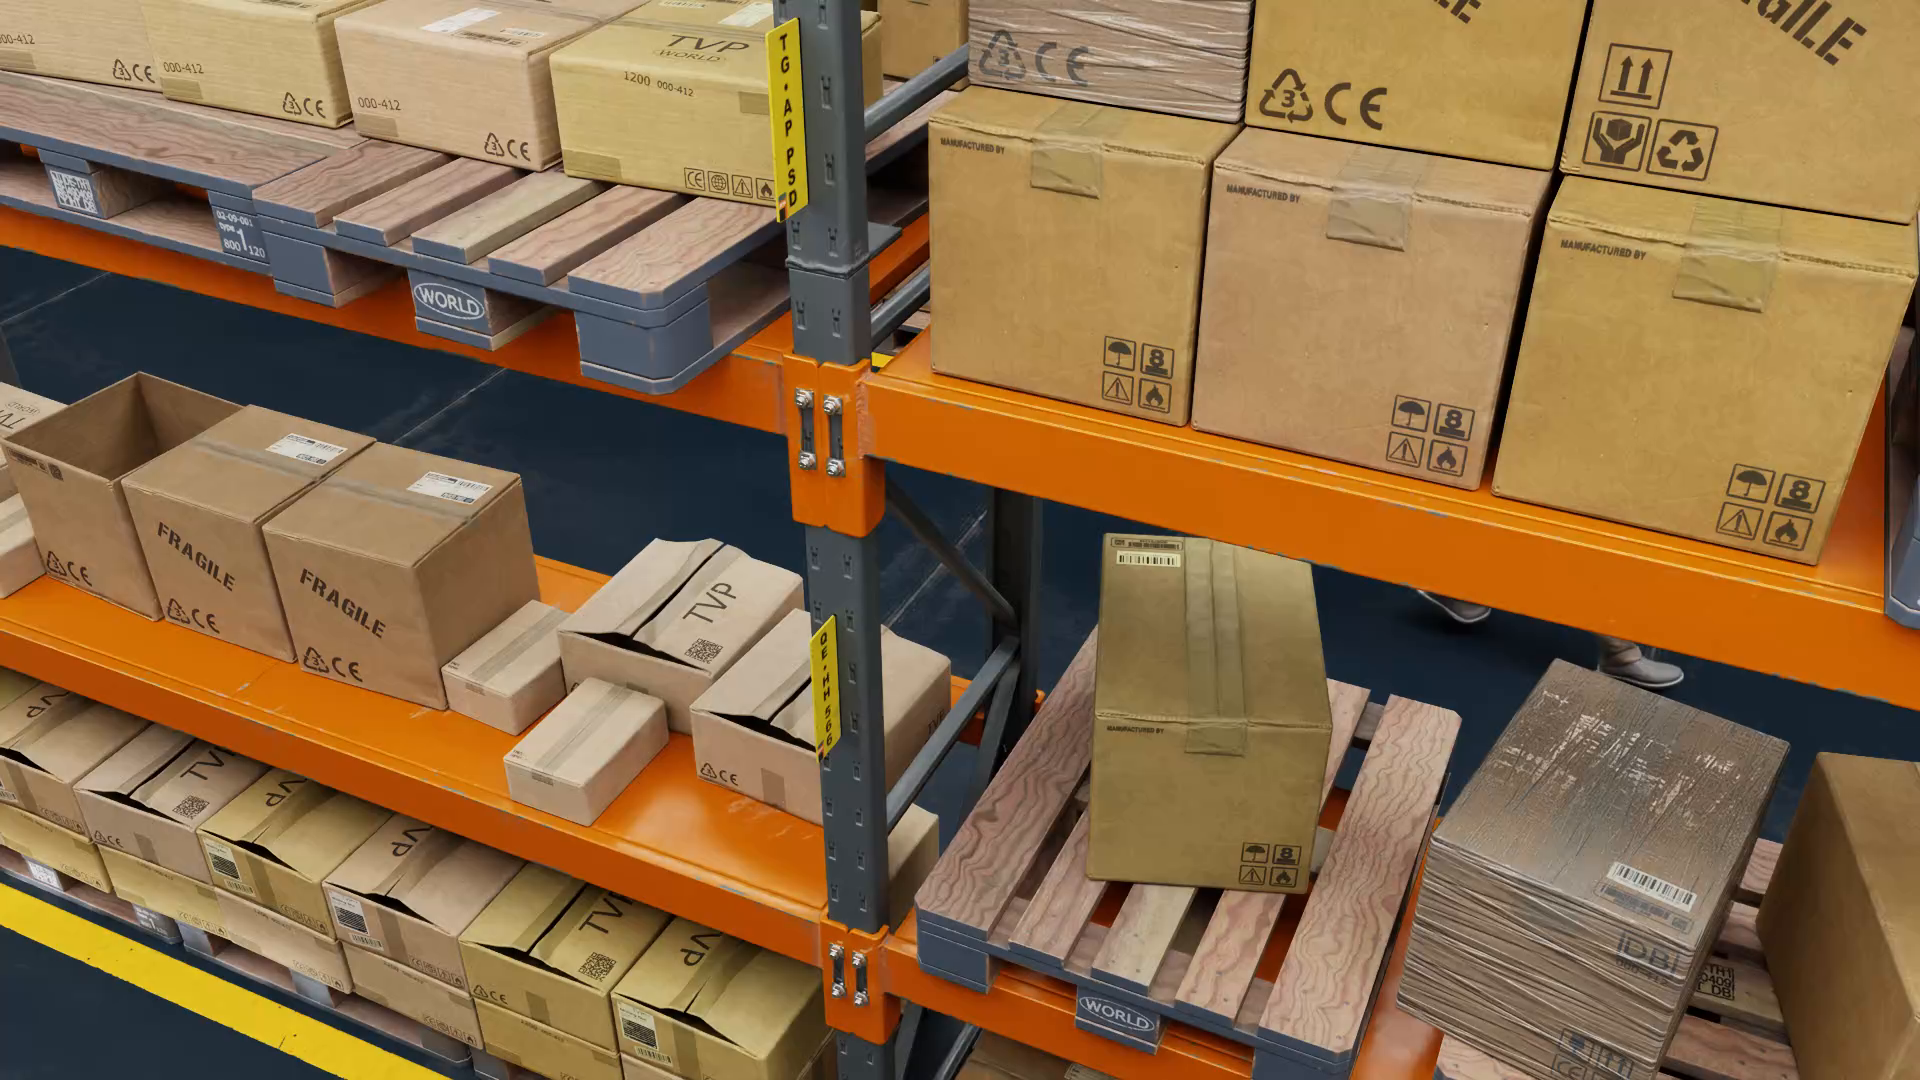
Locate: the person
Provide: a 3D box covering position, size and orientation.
[{"bbox_3d":[2.442,-0.236,6.524,1.073,1.670,0.566,8,34,12],"label":"person"}]
